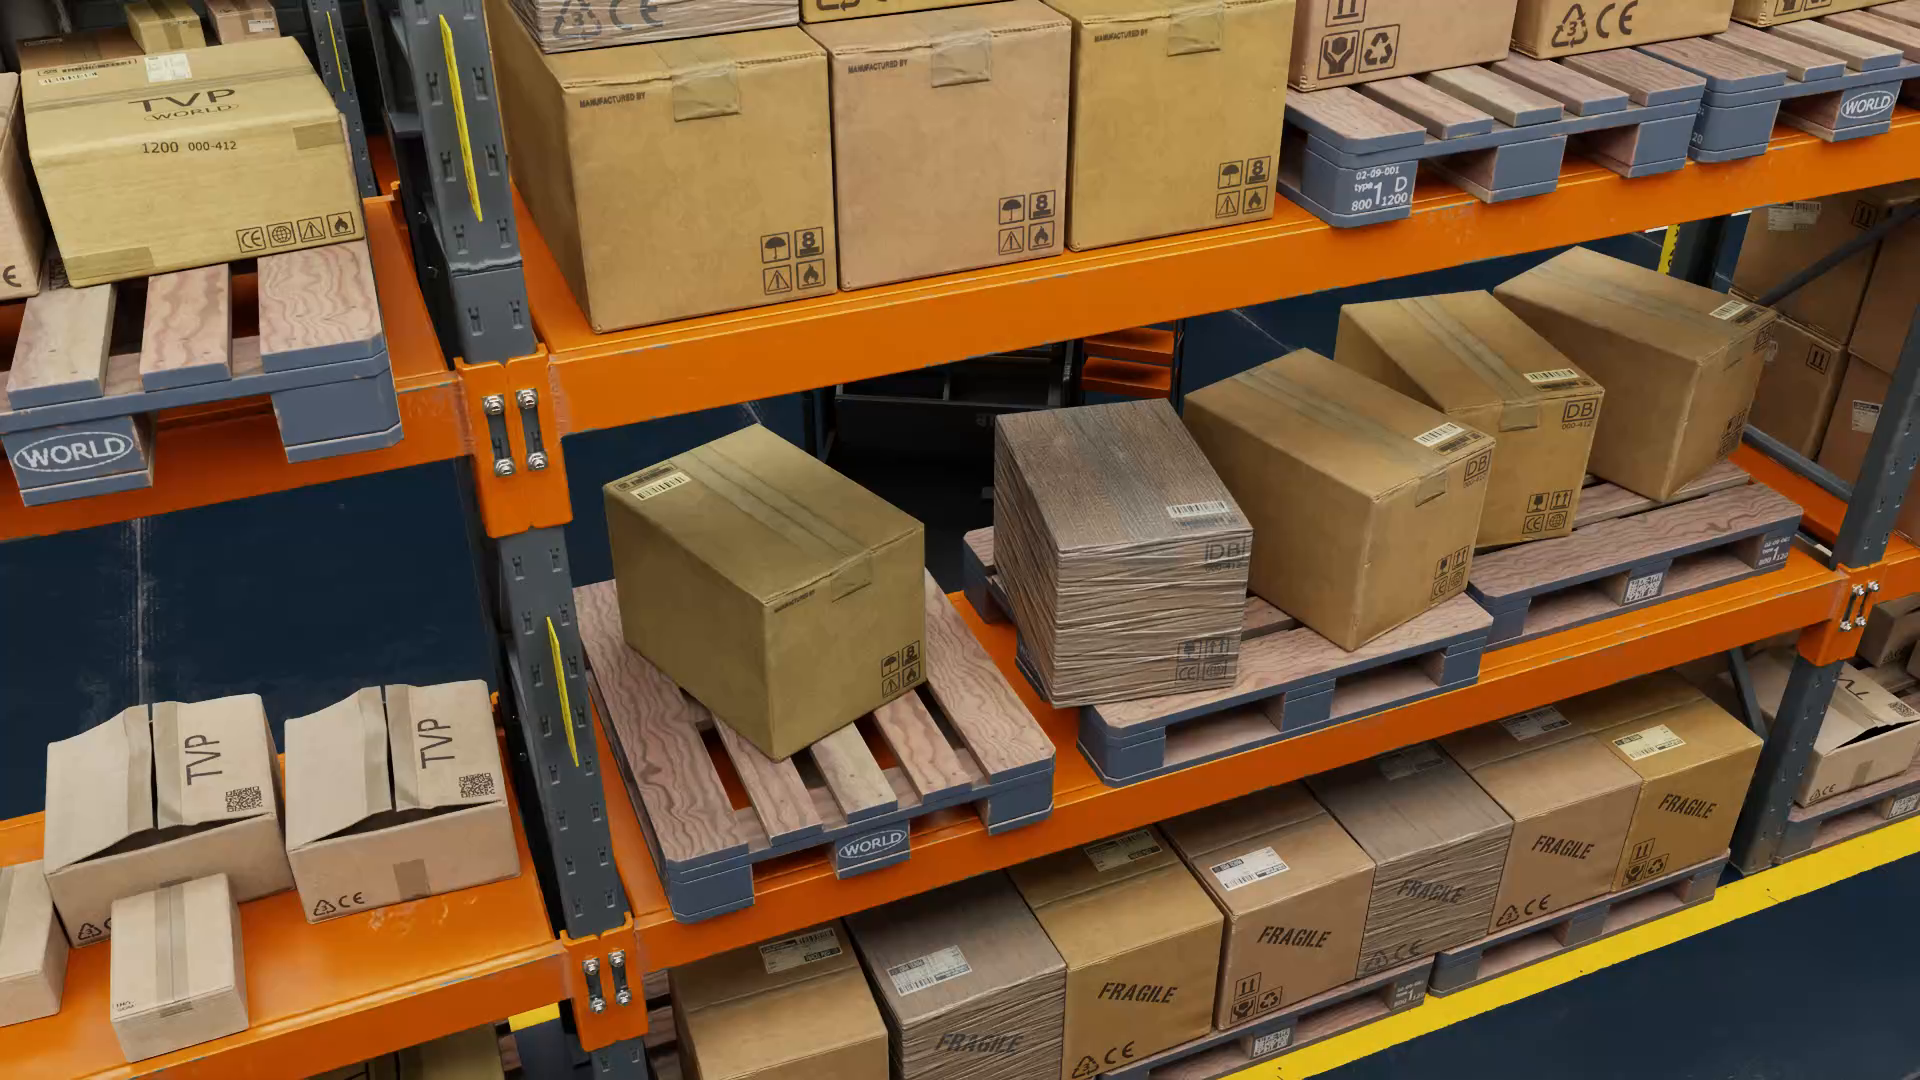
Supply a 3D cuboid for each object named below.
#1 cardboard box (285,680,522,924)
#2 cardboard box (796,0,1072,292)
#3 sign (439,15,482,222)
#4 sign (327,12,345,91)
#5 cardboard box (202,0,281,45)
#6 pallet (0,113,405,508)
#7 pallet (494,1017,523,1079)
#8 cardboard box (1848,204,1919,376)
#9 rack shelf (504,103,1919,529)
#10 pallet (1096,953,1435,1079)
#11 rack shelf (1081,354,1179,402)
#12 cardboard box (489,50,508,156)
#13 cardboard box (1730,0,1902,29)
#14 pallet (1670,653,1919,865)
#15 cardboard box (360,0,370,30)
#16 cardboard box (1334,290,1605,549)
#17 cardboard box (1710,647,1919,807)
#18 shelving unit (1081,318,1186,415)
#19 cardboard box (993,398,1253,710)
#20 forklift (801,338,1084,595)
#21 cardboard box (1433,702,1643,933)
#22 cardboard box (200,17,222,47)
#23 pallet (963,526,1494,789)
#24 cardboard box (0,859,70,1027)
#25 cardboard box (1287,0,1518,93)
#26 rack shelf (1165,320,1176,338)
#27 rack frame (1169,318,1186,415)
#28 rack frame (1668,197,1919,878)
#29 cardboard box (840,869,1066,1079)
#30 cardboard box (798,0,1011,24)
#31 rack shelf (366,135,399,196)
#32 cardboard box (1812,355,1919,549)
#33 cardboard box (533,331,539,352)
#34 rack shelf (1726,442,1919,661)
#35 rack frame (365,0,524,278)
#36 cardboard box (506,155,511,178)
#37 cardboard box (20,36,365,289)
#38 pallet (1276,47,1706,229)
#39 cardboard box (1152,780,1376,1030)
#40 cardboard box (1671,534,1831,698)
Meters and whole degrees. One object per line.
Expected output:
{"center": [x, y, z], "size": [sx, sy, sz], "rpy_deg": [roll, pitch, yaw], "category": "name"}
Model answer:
{"center": [-1.394, 0.616, 4.134], "size": [0.500, 0.311, 0.500], "rpy_deg": [-11, 35, -16], "category": "cardboard box"}
{"center": [-0.182, -0.992, 3.682], "size": [0.500, 0.500, 0.910], "rpy_deg": [-13, 35, -19], "category": "cardboard box"}
{"center": [-0.835, -0.702, 2.782], "size": [0.005, 0.325, 0.100], "rpy_deg": [-13, 35, -19], "category": "sign"}
{"center": [-2.744, -2.147, 7.311], "size": [0.005, 0.325, 0.100], "rpy_deg": [-13, 35, -19], "category": "sign"}
{"center": [-3.270, -2.376, 7.562], "size": [0.250, 0.149, 0.380], "rpy_deg": [-18, 37, -25], "category": "cardboard box"}
{"center": [-1.633, -0.466, 3.138], "size": [1.003, 0.211, 1.213], "rpy_deg": [-11, 35, -17], "category": "pallet"}
{"center": [-1.816, 1.847, 4.718], "size": [1.213, 0.211, 1.003], "rpy_deg": [-13, 35, -19], "category": "pallet"}
{"center": [3.190, -0.739, 5.127], "size": [0.500, 0.500, 0.500], "rpy_deg": [-12, 35, -18], "category": "cardboard box"}
{"center": [0.802, -0.854, 4.221], "size": [4.000, 0.370, 1.077], "rpy_deg": [-13, 35, -19], "category": "rack shelf"}
{"center": [0.784, 1.299, 5.560], "size": [1.213, 0.211, 1.003], "rpy_deg": [-13, 35, -19], "category": "pallet"}
{"center": [0.839, -0.780, 8.337], "size": [0.480, 0.148, 0.258], "rpy_deg": [10, 34, 14], "category": "rack shelf"}
{"center": [-2.416, -2.115, 7.867], "size": [0.500, 0.500, 0.500], "rpy_deg": [-12, 35, -18], "category": "cardboard box"}
{"center": [2.153, -1.768, 4.398], "size": [0.600, 0.600, 0.600], "rpy_deg": [-16, 36, -23], "category": "cardboard box"}
{"center": [3.280, 0.704, 6.475], "size": [1.213, 0.211, 1.003], "rpy_deg": [-13, 35, -19], "category": "pallet"}
{"center": [-2.645, -2.681, 8.050], "size": [0.500, 0.250, 0.500], "rpy_deg": [-12, 35, -18], "category": "cardboard box"}
{"center": [1.513, -0.374, 5.097], "size": [0.500, 0.500, 0.700], "rpy_deg": [-8, 34, -11], "category": "cardboard box"}
{"center": [3.117, 0.642, 6.074], "size": [0.500, 0.311, 0.500], "rpy_deg": [-13, 35, -19], "category": "cardboard box"}
{"center": [0.839, -1.003, 8.192], "size": [0.503, 1.200, 0.258], "rpy_deg": [10, 34, 14], "category": "shelving unit"}
{"center": [0.412, 0.020, 4.493], "size": [0.500, 0.500, 0.700], "rpy_deg": [-7, 34, -10], "category": "cardboard box"}
{"center": [-0.066, -0.890, 6.431], "size": [1.130, 2.935, 3.031], "rpy_deg": [3, 33, 5], "category": "forklift"}
{"center": [1.843, 0.891, 5.518], "size": [0.500, 0.500, 0.500], "rpy_deg": [-13, 35, -19], "category": "cardboard box"}
{"center": [-3.393, -2.088, 7.714], "size": [0.500, 0.500, 0.700], "rpy_deg": [-17, 37, -24], "category": "cardboard box"}
{"center": [0.749, 0.192, 4.881], "size": [1.213, 0.211, 1.003], "rpy_deg": [-13, 35, -19], "category": "pallet"}
{"center": [-2.196, 0.927, 3.805], "size": [0.250, 0.149, 0.380], "rpy_deg": [-10, 34, -15], "category": "cardboard box"}
{"center": [0.924, -1.485, 3.963], "size": [0.600, 0.600, 0.600], "rpy_deg": [-14, 36, -21], "category": "cardboard box"}
{"center": [0.839, -1.134, 8.106], "size": [0.480, 0.148, 0.258], "rpy_deg": [10, 34, 14], "category": "rack shelf"}
{"center": [1.072, -0.964, 8.131], "size": [0.015, 1.200, 0.240], "rpy_deg": [10, 34, 14], "category": "rack frame"}
{"center": [2.646, -0.320, 5.492], "size": [0.127, 3.000, 1.000], "rpy_deg": [-13, 35, -19], "category": "rack frame"}
{"center": [-0.031, 1.322, 4.857], "size": [0.500, 0.500, 0.500], "rpy_deg": [-14, 36, -21], "category": "cardboard box"}
{"center": [-0.167, -1.391, 3.378], "size": [0.500, 0.500, 0.500], "rpy_deg": [-13, 35, -19], "category": "cardboard box"}
{"center": [-1.119, -2.087, 8.866], "size": [4.000, 0.370, 1.077], "rpy_deg": [-13, 35, -19], "category": "rack shelf"}
{"center": [3.222, -0.333, 5.420], "size": [0.500, 0.500, 0.500], "rpy_deg": [-12, 35, -18], "category": "cardboard box"}
{"center": [-2.234, -1.330, 8.630], "size": [0.750, 0.750, 0.750], "rpy_deg": [-13, 35, -20], "category": "cardboard box"}
{"center": [4.490, -0.441, 6.337], "size": [4.000, 0.370, 1.077], "rpy_deg": [-13, 35, -19], "category": "rack shelf"}
{"center": [-1.042, -1.990, 2.558], "size": [0.127, 3.000, 1.000], "rpy_deg": [-13, 35, -19], "category": "rack frame"}
{"center": [-2.334, -1.871, 8.087], "size": [0.250, 0.149, 0.380], "rpy_deg": [-12, 35, -18], "category": "cardboard box"}
{"center": [-1.438, -0.722, 3.112], "size": [0.500, 0.250, 0.500], "rpy_deg": [-16, 36, -22], "category": "cardboard box"}
{"center": [1.063, -1.176, 4.229], "size": [1.003, 0.211, 1.213], "rpy_deg": [-13, 35, -19], "category": "pallet"}
{"center": [0.913, 1.106, 5.189], "size": [0.500, 0.500, 0.500], "rpy_deg": [-14, 36, -21], "category": "cardboard box"}
{"center": [3.062, 0.280, 6.458], "size": [0.500, 0.500, 0.500], "rpy_deg": [-13, 35, -19], "category": "cardboard box"}
